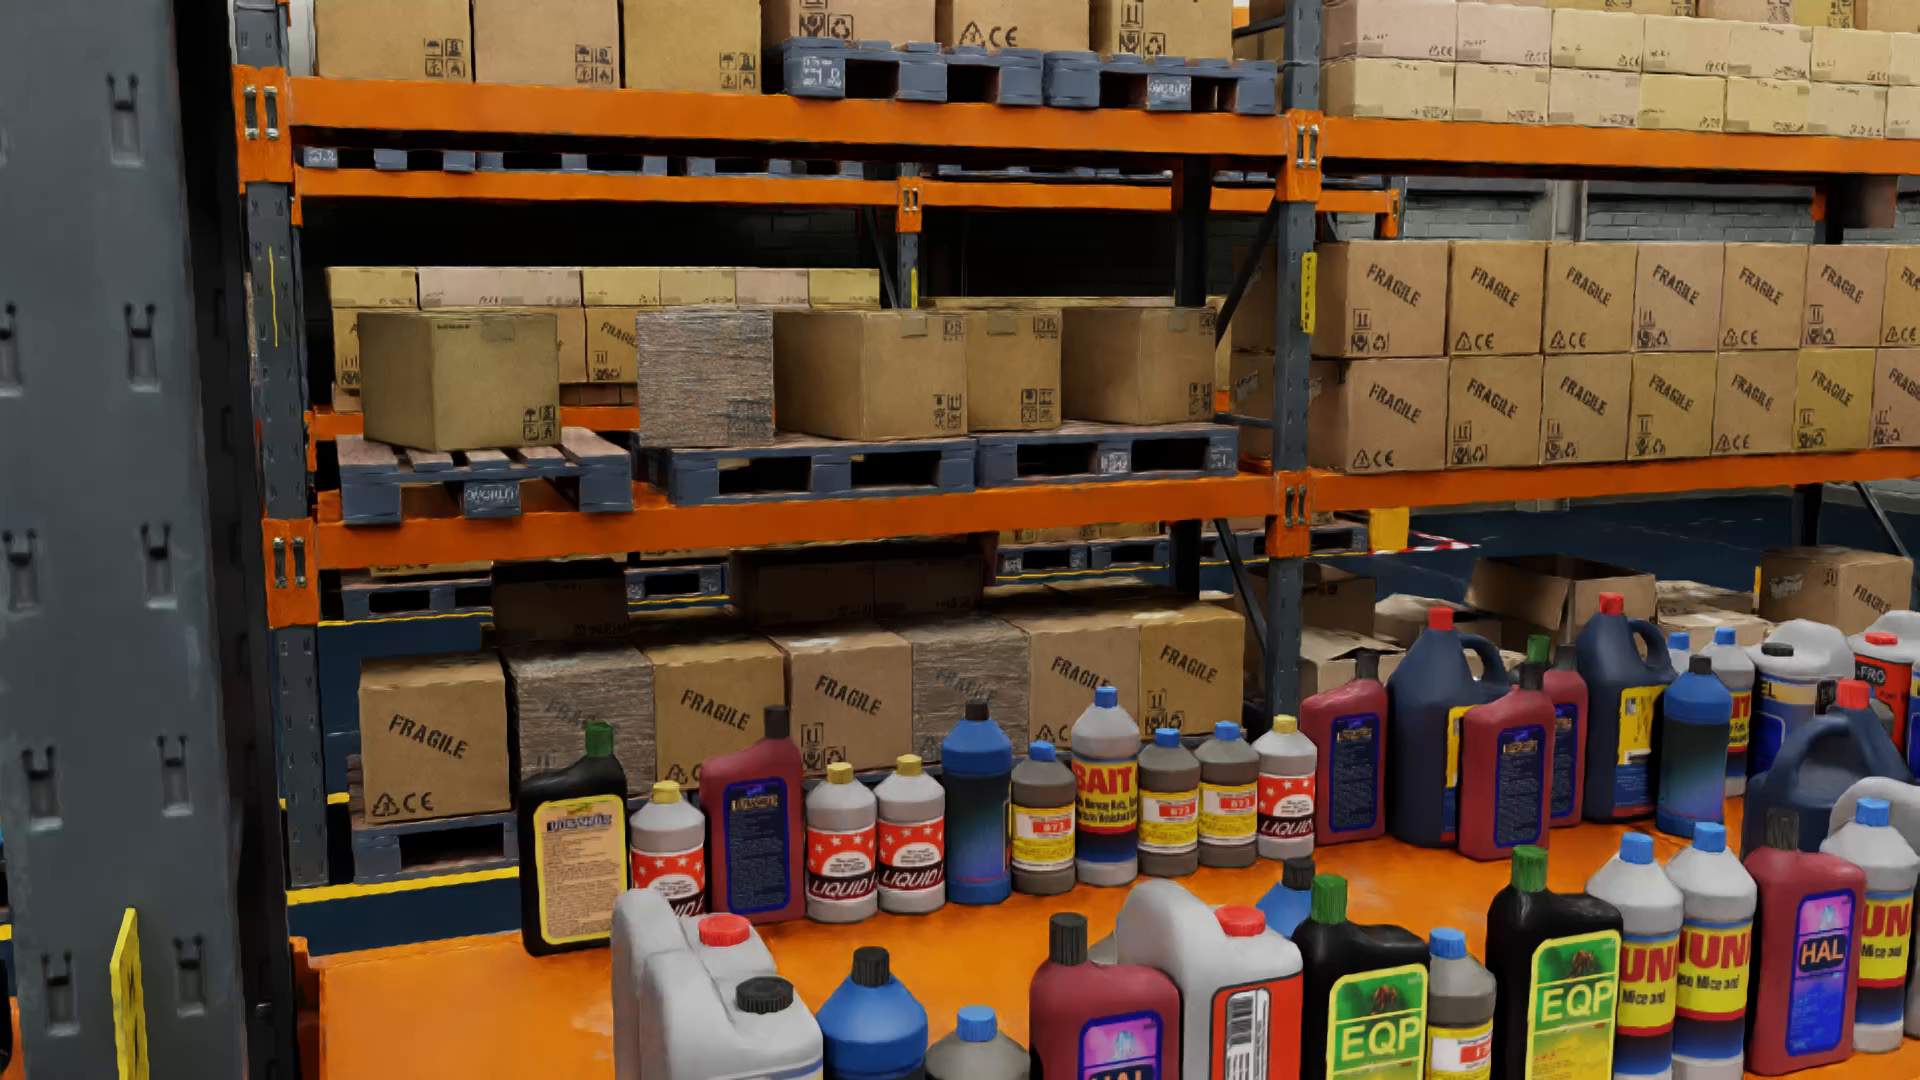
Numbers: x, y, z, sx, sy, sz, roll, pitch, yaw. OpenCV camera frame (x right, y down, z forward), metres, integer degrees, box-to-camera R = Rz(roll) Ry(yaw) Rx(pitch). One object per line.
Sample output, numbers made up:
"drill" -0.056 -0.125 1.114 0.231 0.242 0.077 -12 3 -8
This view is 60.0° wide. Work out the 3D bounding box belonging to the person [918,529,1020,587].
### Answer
"person" 0.034 -0.101 8.859 0.562 1.667 0.578 -2 9 -9
